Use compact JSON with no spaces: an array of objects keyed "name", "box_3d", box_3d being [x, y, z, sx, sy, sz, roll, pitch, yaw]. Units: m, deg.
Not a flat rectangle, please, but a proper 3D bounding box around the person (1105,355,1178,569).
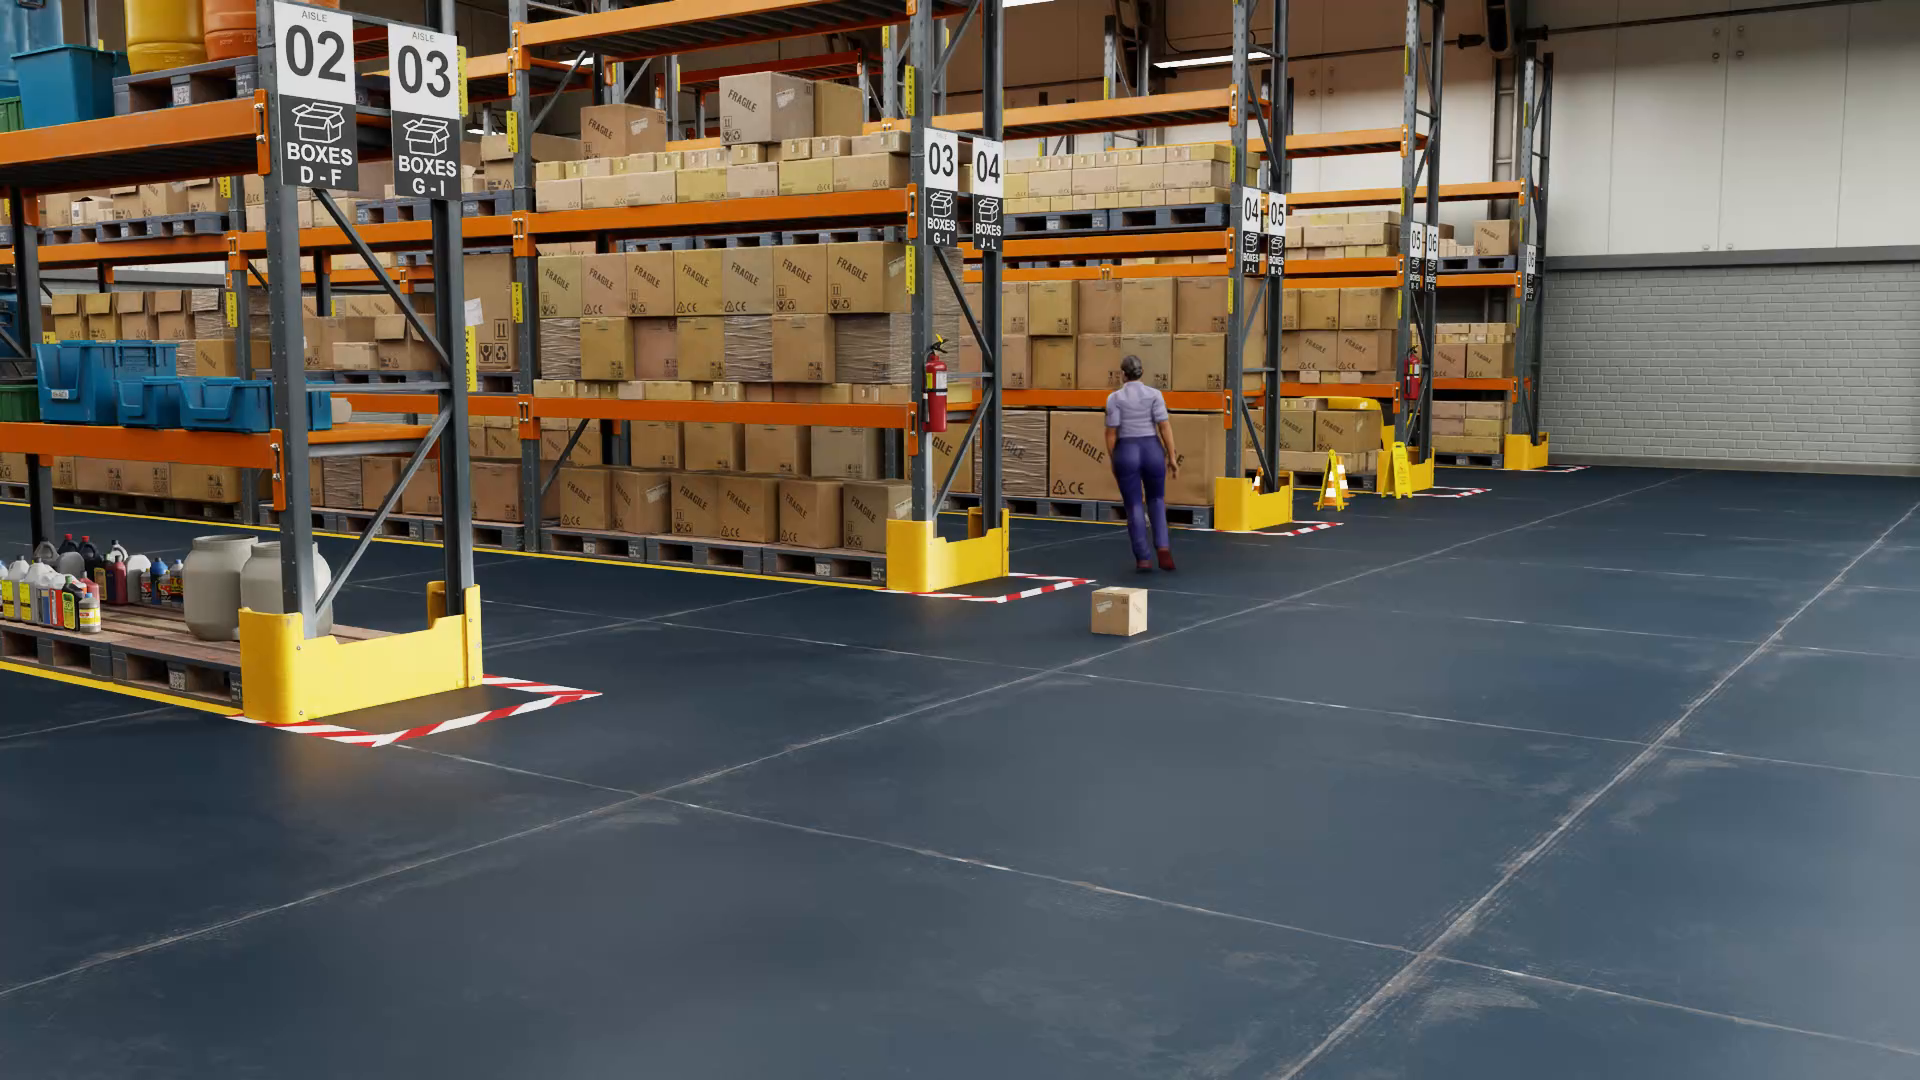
[{"name":"person","box_3d":[1.382,-0.563,12.750,0.569,1.676,0.466,0,6,-2]}]
